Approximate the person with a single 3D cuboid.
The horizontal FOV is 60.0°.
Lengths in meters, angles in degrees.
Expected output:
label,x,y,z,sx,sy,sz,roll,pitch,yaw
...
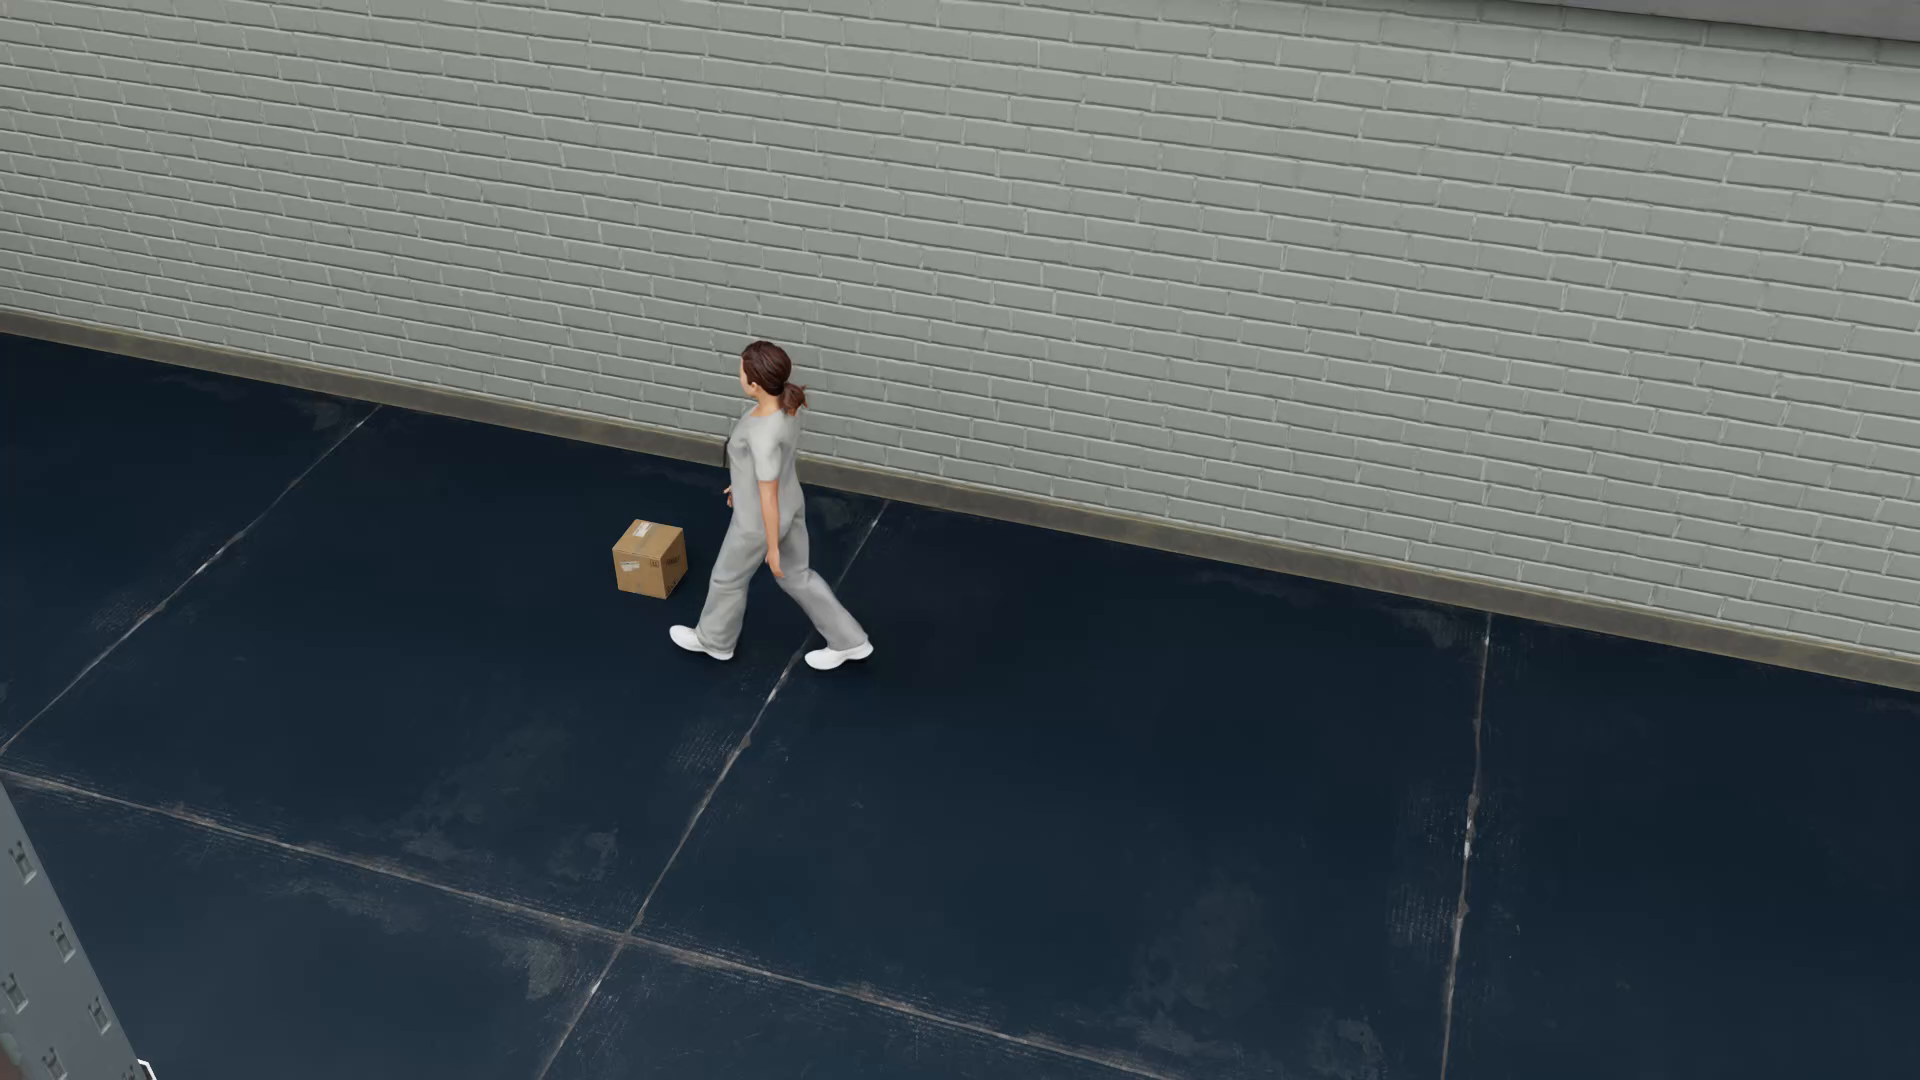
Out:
label,x,y,z,sx,sy,sz,roll,pitch,yaw
person,-0.855,-0.117,7.063,0.933,1.631,0.502,9,38,12
